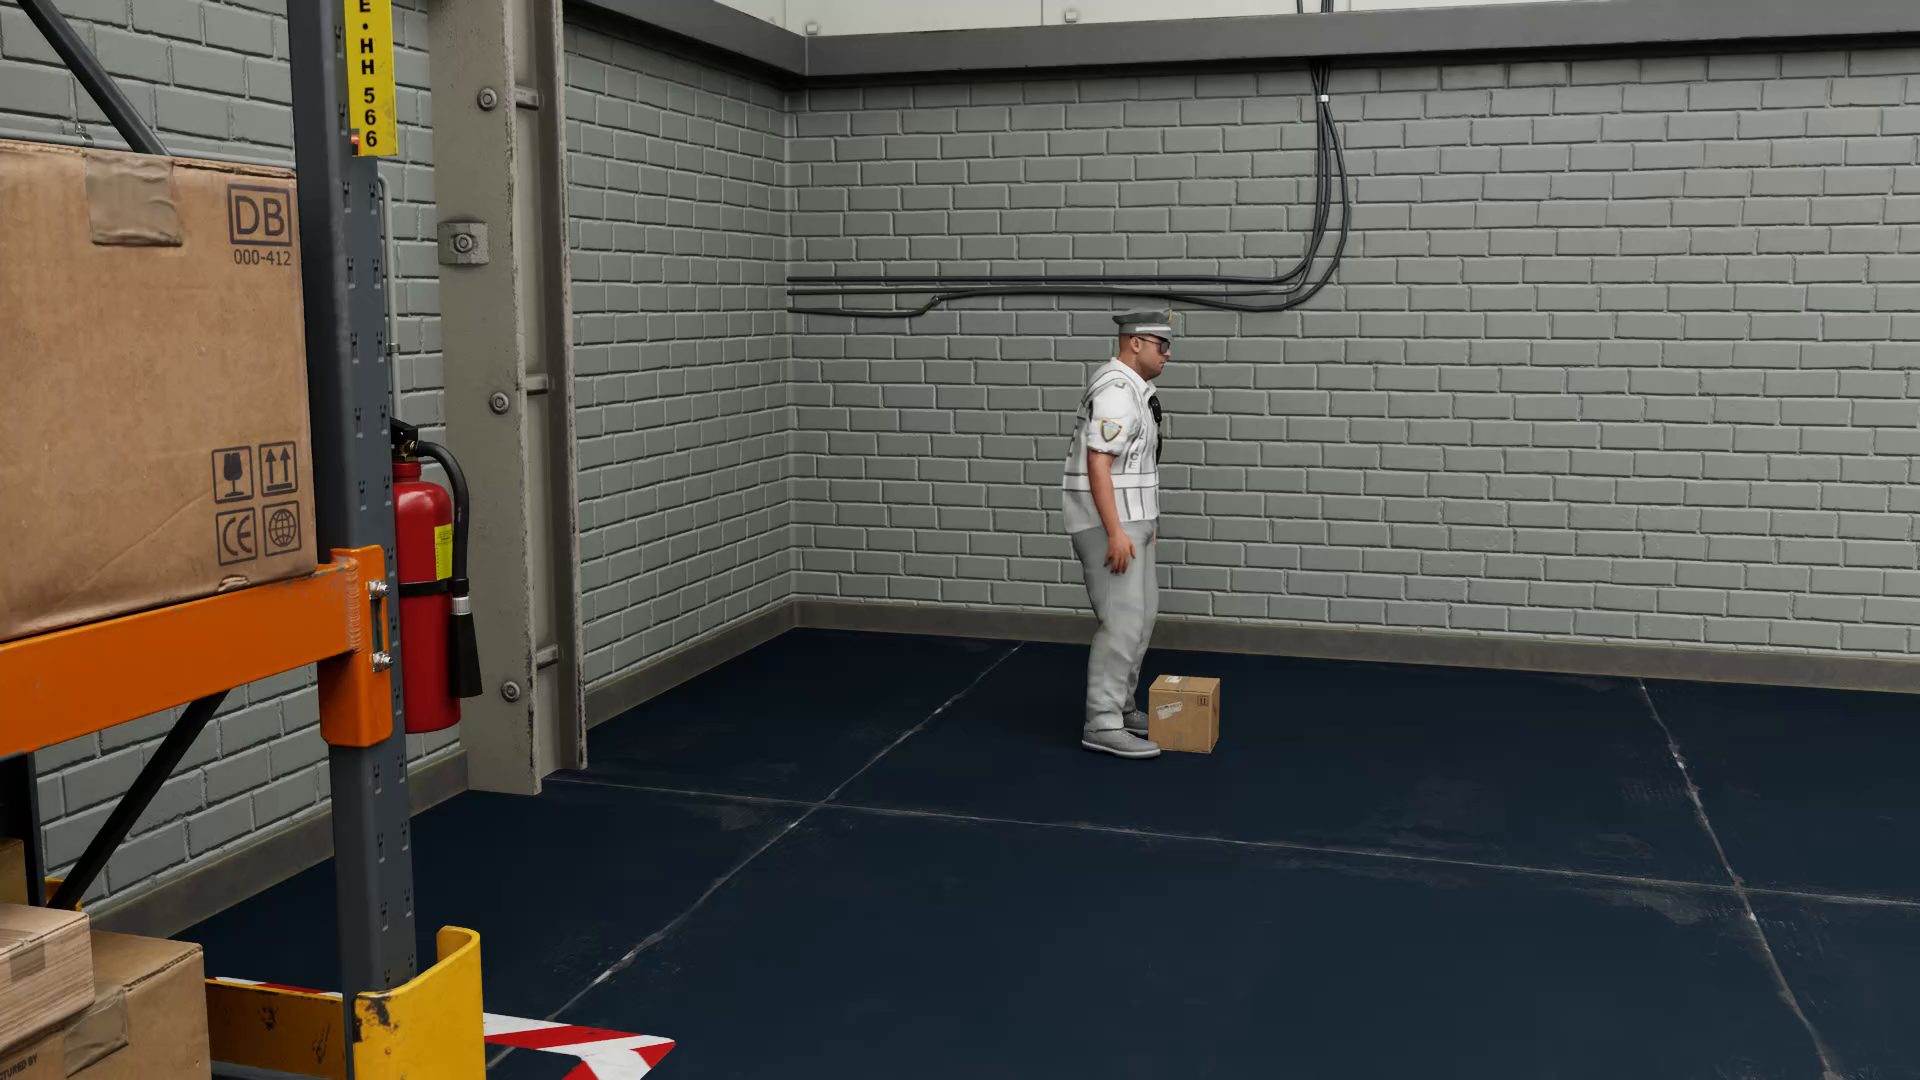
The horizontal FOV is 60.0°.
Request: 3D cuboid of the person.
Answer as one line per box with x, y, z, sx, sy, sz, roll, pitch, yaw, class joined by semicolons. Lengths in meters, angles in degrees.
0.638;-0.052;6.661;0.439;1.748;0.586;2;9;16;person
